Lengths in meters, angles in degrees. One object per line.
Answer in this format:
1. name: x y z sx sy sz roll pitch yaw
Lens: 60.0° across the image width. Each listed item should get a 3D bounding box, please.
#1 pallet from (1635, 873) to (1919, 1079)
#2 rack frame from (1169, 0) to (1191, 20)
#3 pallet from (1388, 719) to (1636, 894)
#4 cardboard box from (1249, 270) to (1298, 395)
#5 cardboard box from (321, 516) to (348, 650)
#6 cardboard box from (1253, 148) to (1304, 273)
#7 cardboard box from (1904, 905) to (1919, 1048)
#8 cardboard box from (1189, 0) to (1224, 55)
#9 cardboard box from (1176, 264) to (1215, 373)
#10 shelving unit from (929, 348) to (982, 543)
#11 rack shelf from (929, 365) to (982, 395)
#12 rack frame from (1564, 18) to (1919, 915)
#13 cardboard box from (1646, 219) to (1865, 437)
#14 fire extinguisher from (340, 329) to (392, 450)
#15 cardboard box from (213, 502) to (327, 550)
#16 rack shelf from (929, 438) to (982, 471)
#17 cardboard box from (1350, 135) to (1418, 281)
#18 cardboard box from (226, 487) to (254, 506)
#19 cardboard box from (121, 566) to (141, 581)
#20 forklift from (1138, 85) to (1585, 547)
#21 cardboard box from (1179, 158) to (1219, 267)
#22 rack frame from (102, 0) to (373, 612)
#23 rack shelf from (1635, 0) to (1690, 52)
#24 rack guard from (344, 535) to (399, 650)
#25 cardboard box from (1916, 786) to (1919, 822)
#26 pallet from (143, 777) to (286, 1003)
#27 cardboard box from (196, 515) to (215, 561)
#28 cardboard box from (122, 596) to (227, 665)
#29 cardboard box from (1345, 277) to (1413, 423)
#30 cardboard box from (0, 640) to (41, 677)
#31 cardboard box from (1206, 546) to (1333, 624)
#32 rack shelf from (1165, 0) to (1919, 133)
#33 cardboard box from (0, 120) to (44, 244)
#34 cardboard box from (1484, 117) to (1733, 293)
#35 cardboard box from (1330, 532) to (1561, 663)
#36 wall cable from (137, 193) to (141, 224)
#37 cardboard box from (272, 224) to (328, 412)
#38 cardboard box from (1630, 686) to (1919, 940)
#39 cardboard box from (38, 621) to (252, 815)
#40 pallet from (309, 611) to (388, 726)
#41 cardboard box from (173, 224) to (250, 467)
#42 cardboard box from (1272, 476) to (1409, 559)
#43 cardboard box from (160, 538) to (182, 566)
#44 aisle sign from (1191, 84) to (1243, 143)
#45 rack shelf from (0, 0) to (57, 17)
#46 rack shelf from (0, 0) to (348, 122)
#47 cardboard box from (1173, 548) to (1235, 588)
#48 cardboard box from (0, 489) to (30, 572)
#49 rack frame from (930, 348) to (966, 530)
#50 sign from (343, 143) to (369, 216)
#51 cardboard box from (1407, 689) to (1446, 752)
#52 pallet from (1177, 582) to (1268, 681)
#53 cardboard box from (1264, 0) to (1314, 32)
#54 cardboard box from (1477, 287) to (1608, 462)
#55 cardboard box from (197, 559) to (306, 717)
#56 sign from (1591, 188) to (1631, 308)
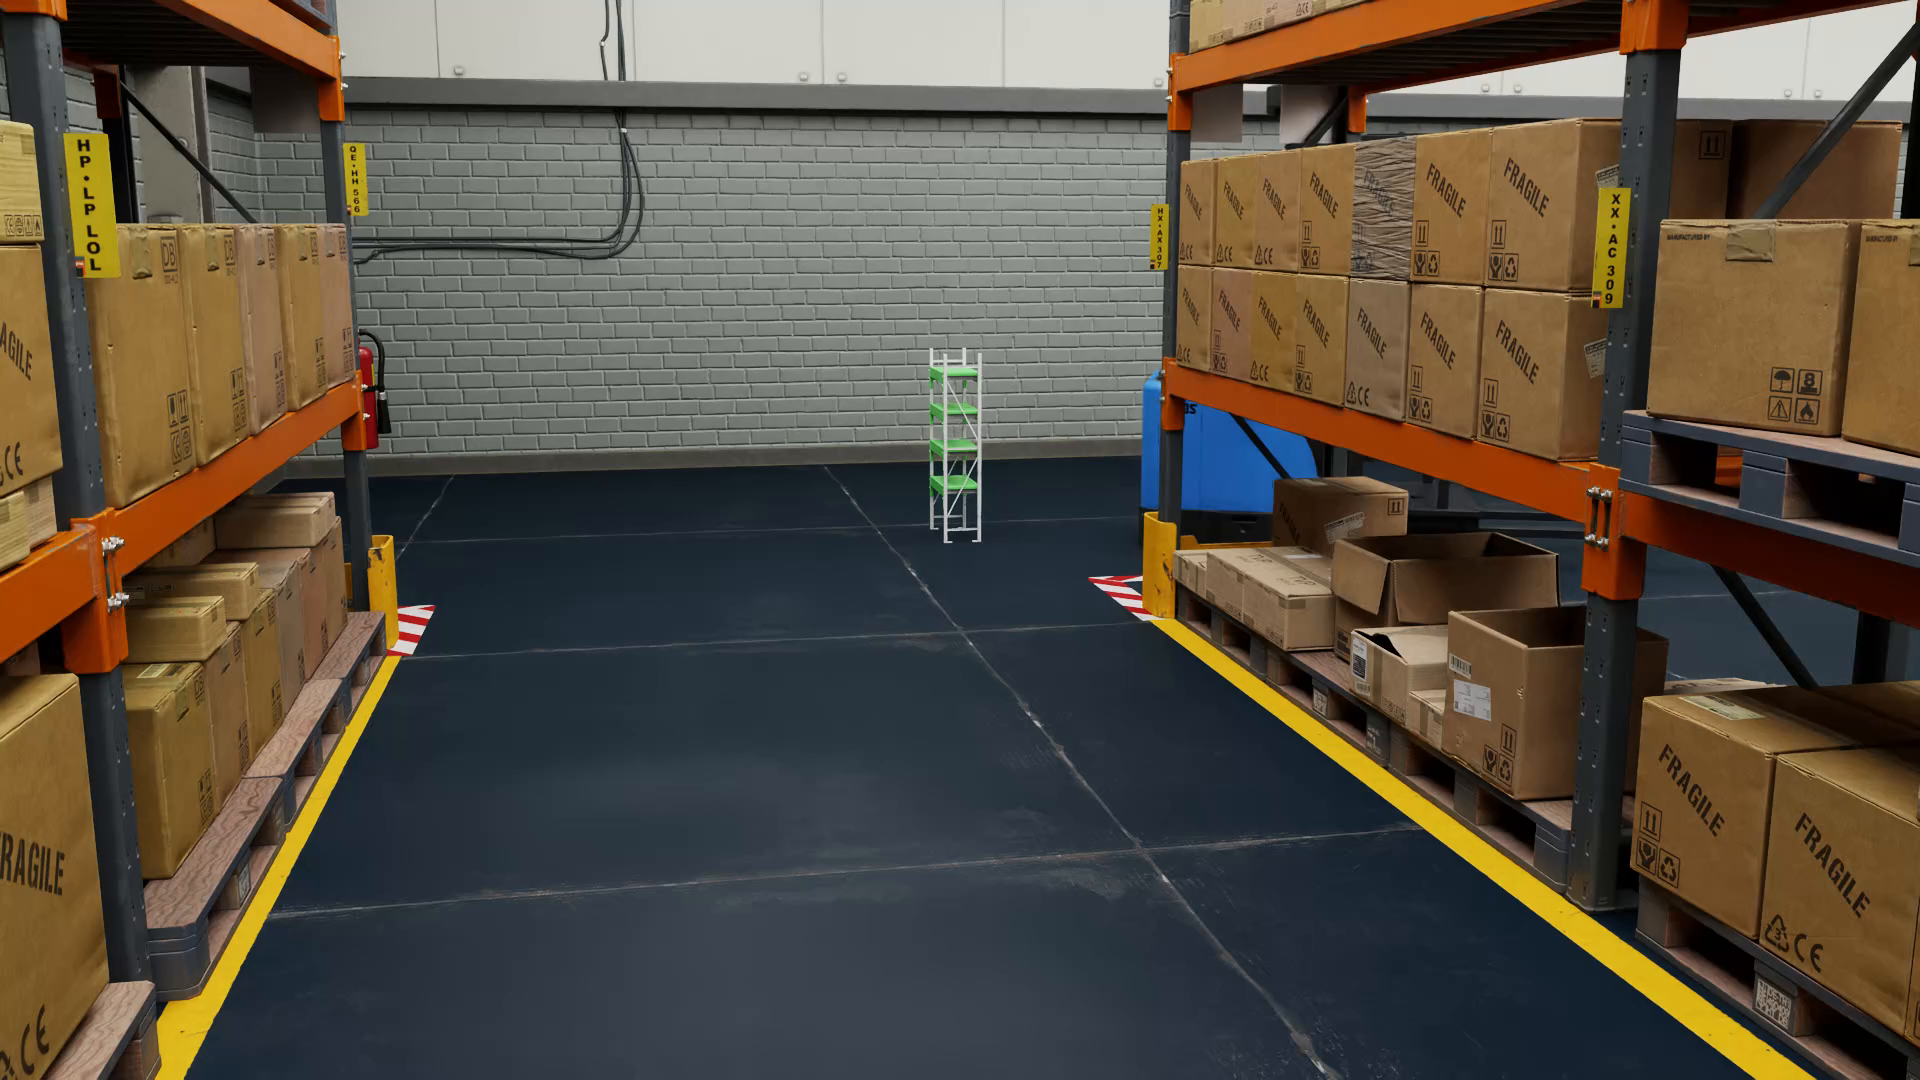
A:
1. pallet: 2.521 1.119 4.252 1.003 0.211 1.213 -2 11 -11
2. rack frame: 1.547 -4.079 8.062 1.000 3.000 0.127 -2 11 -11
3. pallet: 2.193 0.845 5.691 1.003 0.211 1.213 -2 11 -11
4. cardboard box: 1.576 -0.904 7.155 0.500 0.500 0.500 -2 11 -11
5. cardboard box: -3.077 0.195 7.211 0.700 0.500 0.500 -2 11 -11
6. cardboard box: 1.577 -1.394 7.056 0.500 0.500 0.500 -2 11 -10
7. cardboard box: 2.385 0.900 3.453 0.500 0.500 0.500 -2 11 -10
8. cardboard box: 1.398 -2.429 7.812 0.500 0.250 0.500 -2 11 -11
9. cardboard box: 1.375 -1.090 8.135 0.500 0.500 0.500 -2 11 -10
10. shelving unit: -0.032 -0.620 10.744 0.258 1.200 0.503 -2 11 -11
11. rack shelf: -0.032 -1.029 10.666 0.258 0.148 0.480 -2 11 -11
12. rack frame: 2.325 -0.399 4.768 1.000 3.000 0.127 -2 11 -11
13. cardboard box: 2.198 -0.559 4.220 0.700 0.500 0.500 -6 12 -30
14. fire extinguisher: -2.888 -0.775 7.948 0.296 0.674 0.183 -2 11 -11
15. cardboard box: -2.822 -0.060 6.816 0.380 0.149 0.250 -2 11 -9
16. rack shelf: -0.032 -0.557 10.756 0.258 0.148 0.480 -2 11 -11
17. cardboard box: 1.773 -1.208 6.082 0.500 0.500 0.500 -2 11 -11
18. cardboard box: -3.297 -0.139 7.233 0.380 0.149 0.250 -2 11 -11
19. cardboard box: -2.949 0.187 5.519 0.380 0.149 0.250 -2 11 -10
20. forklift: 2.654 -1.369 10.051 3.031 2.935 1.130 2 11 10
21. cardboard box: 1.375 -1.582 8.042 0.500 0.500 0.500 -2 11 -9
22. rack frame: -3.311 -0.951 7.672 1.000 3.000 0.127 -2 11 -11
23. rack shelf: 2.714 -1.152 2.628 1.077 0.370 4.000 -2 11 -11
24. rack guard: -3.315 0.272 7.929 1.175 0.500 0.348 -2 11 -11
25. cardboard box: 2.375 0.526 3.414 0.500 0.250 0.500 -2 11 -11
26. pallet: -2.604 1.010 4.826 1.003 0.211 1.213 -2 11 -11
27. cardboard box: -3.150 0.000 6.504 0.380 0.149 0.250 -2 11 -11
28. cardboard box: -2.465 0.275 5.057 0.380 0.149 0.250 -2 11 -9
29. cardboard box: 1.773 -0.719 6.182 0.500 0.500 0.500 -2 11 -10
30. cardboard box: -2.744 0.378 4.514 0.380 0.149 0.250 -2 11 -11
31. cardboard box: 1.472 0.204 7.778 0.500 0.250 0.500 -2 11 -11
32. rack shelf: 1.936 -1.886 6.482 1.077 0.370 4.000 -2 11 -11
33. cardboard box: -2.191 -0.715 3.308 0.500 0.250 0.500 -2 11 -10
34. cardboard box: 1.973 -1.022 5.103 0.500 0.500 0.500 -2 11 -11
35. cardboard box: 1.955 0.267 6.770 0.797 0.503 0.637 -2 11 -11
36. wall cable: -4.488 -1.651 8.631 0.084 1.984 1.851 -2 11 -11
37. cardboard box: -3.049 -0.872 6.456 0.980 0.700 0.700 -2 11 -11
38. cardboard box: 2.181 0.711 4.448 0.500 0.500 0.500 -3 11 -14
39. cardboard box: -2.672 0.571 5.237 0.700 0.500 0.500 -2 11 -12
40. pallet: -3.079 0.562 7.178 1.003 0.211 1.213 -2 11 -11
41. cardboard box: -2.759 -0.599 5.020 0.980 0.700 0.700 -2 11 -12
42. cardboard box: 1.895 -0.030 8.338 0.500 0.500 0.500 -2 11 -11
43. cardboard box: -3.049 0.093 6.012 0.380 0.149 0.250 -2 11 -10
44. aisle sign: 1.246 -2.411 8.389 0.394 0.787 0.004 -2 11 -11
45. rack shelf: -2.144 -0.971 1.678 1.077 0.370 4.000 -2 11 -11
46. rack shelf: -2.922 -1.705 5.532 1.077 0.370 4.000 -2 11 -11
47. cardboard box: 1.292 0.141 8.379 0.380 0.149 0.250 -2 11 -11
48. cardboard box: -2.117 -0.007 3.329 0.380 0.149 0.250 -2 11 -10
49. rack frame: -0.080 -0.665 10.979 0.240 1.200 0.015 -2 11 -11
50. sign: -2.776 -1.654 7.632 0.100 0.325 0.005 -2 11 -11
51. cardboard box: 1.805 0.625 5.838 0.380 0.149 0.250 -2 11 -11
52. pallet: 1.718 0.398 8.042 1.003 0.211 1.213 -2 11 -11
53. cardboard box: 1.581 -2.245 6.847 0.500 0.250 0.500 -2 11 -11
54. cardboard box: 1.977 -0.530 5.191 0.500 0.500 0.500 -2 11 -10
55. cardboard box: -2.881 0.379 6.245 0.700 0.500 0.500 -2 11 -13
56. sign: 1.795 -0.803 4.576 0.100 0.325 0.005 -2 11 -11
